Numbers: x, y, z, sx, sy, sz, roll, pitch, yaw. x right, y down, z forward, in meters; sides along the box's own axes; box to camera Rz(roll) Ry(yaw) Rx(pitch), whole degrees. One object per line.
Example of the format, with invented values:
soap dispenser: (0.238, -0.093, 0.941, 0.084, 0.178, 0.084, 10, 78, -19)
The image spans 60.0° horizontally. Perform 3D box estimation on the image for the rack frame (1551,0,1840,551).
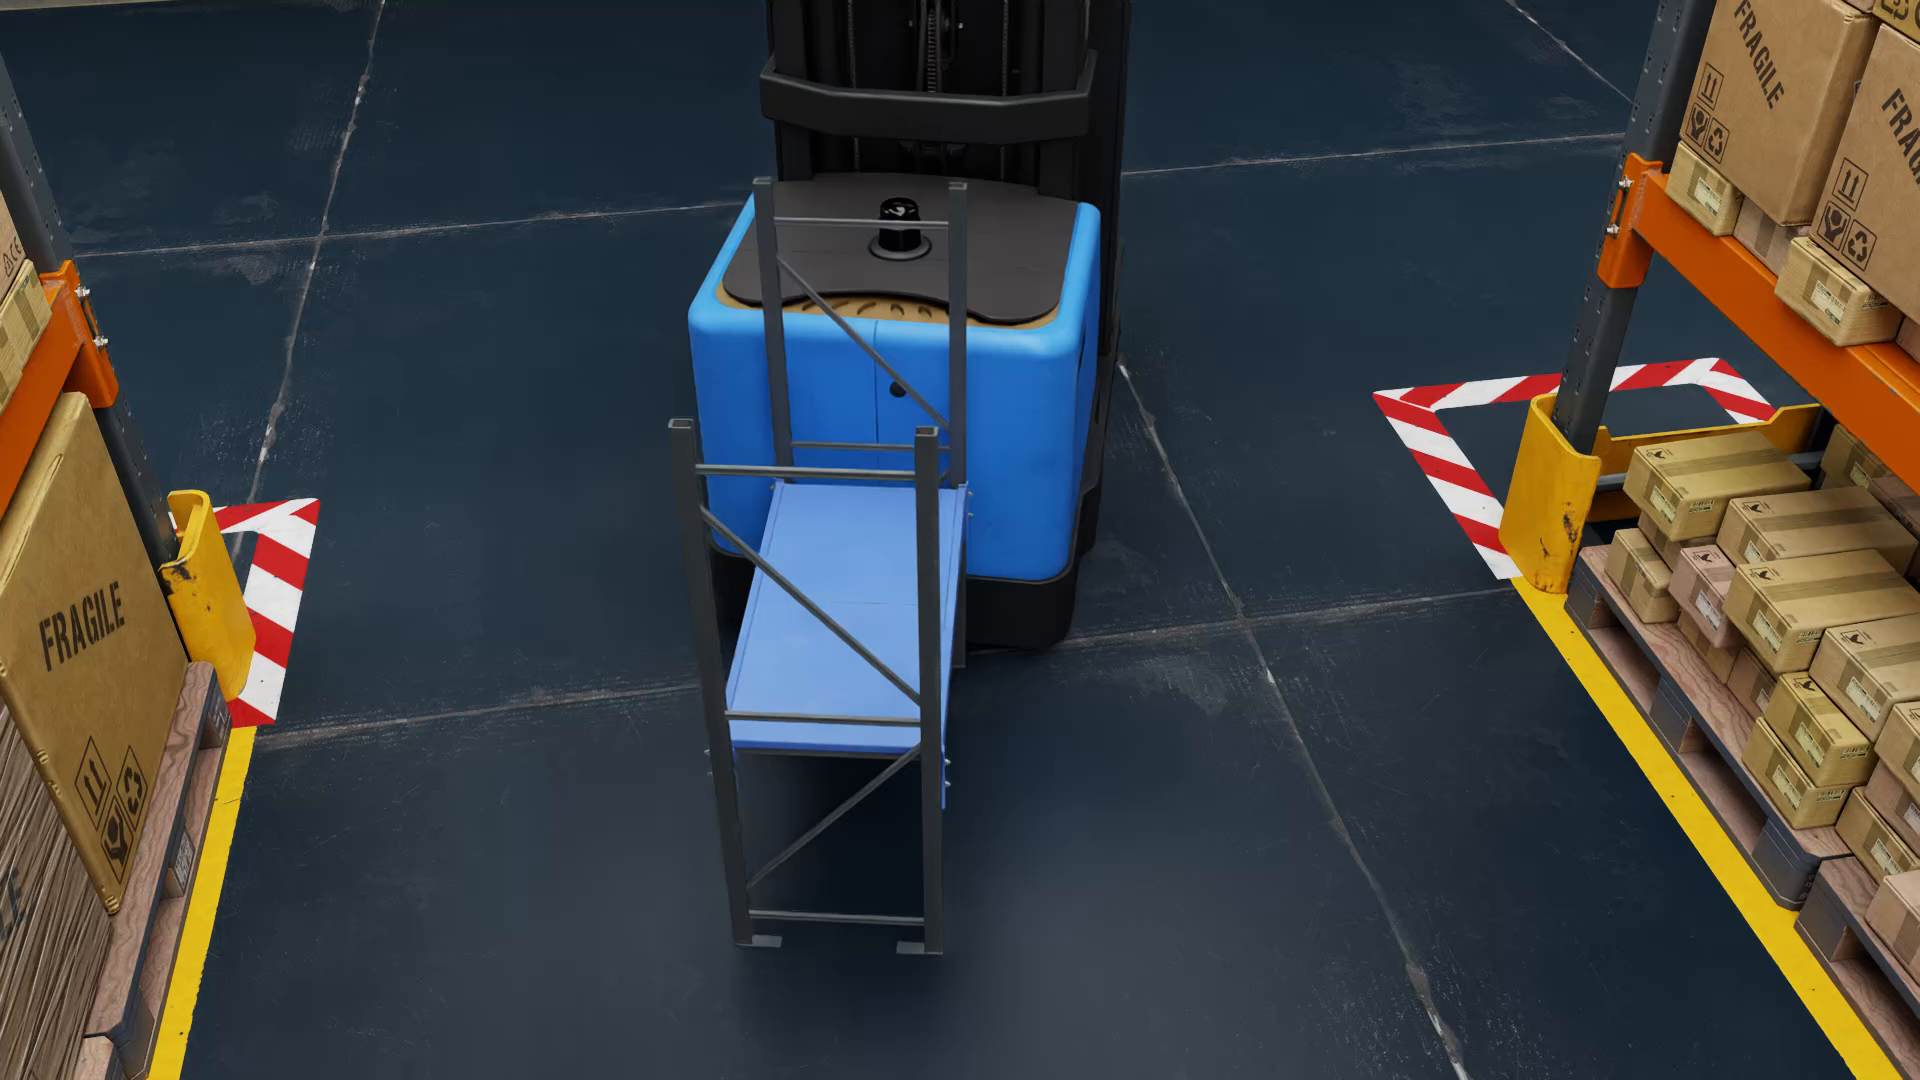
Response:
rack frame: (2.283, -1.226, 4.384, 1.000, 3.000, 0.127, -6, 38, -8)

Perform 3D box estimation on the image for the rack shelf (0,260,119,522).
rack shelf: (-2.267, 0.738, 2.441, 1.077, 0.370, 4.000, -6, 38, -8)

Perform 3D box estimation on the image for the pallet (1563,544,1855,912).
pallet: (2.404, 0.415, 4.544, 1.003, 0.211, 1.213, -6, 38, -8)

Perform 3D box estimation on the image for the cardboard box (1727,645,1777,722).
cardboard box: (2.237, 0.383, 4.294, 0.380, 0.149, 0.250, -6, 38, -7)

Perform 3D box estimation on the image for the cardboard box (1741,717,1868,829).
cardboard box: (2.173, 0.549, 4.080, 0.380, 0.149, 0.250, -6, 38, -7)

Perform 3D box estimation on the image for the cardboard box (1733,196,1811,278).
cardboard box: (2.103, -0.747, 3.971, 0.380, 0.149, 0.250, -5, 38, -6)

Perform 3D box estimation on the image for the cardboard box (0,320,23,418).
cardboard box: (-2.184, -0.318, 3.420, 0.380, 0.149, 0.250, -6, 38, -7)

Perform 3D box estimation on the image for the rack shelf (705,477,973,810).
rack shelf: (-0.262, 0.214, 4.045, 0.538, 0.185, 1.000, 2, 38, 3)

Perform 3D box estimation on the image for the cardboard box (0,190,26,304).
cardboard box: (-2.272, -0.548, 3.390, 0.500, 0.250, 0.500, -7, 38, -9)

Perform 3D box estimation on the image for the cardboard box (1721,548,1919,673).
cardboard box: (2.125, 0.171, 4.081, 0.380, 0.149, 0.250, -6, 38, -8)

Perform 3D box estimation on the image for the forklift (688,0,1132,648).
forklift: (0.000, -1.748, 5.111, 1.130, 2.935, 3.031, 5, 38, 7)

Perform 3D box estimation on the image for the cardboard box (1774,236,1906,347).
cardboard box: (2.097, -0.579, 3.755, 0.380, 0.149, 0.250, -7, 38, -9)

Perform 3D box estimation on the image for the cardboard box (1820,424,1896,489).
cardboard box: (2.625, -0.209, 4.570, 0.380, 0.149, 0.250, -6, 38, -7)

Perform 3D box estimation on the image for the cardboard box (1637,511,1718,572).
cardboard box: (2.122, -0.040, 4.595, 0.380, 0.149, 0.250, -5, 38, -6)

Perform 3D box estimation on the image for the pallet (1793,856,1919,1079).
pallet: (2.614, 1.150, 3.597, 1.003, 0.211, 1.213, -6, 38, -8)

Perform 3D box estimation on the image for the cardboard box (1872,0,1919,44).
cardboard box: (2.195, -1.174, 3.178, 0.500, 0.500, 0.500, -5, 38, -7)

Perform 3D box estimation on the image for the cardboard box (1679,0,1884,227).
cardboard box: (2.090, -1.083, 3.875, 0.500, 0.500, 0.500, -5, 38, -6)

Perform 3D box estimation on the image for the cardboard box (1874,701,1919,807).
cardboard box: (2.290, 0.481, 3.683, 0.380, 0.149, 0.250, -5, 38, -6)

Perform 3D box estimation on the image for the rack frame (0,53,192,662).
rack frame: (-2.618, -0.754, 3.776, 1.000, 3.000, 0.127, -6, 38, -8)

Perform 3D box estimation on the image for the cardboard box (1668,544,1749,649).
cardboard box: (2.115, 0.132, 4.375, 0.380, 0.149, 0.250, -6, 38, -8)

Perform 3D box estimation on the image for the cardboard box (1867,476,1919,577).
cardboard box: (2.613, -0.051, 4.367, 0.380, 0.149, 0.250, -6, 38, -7)

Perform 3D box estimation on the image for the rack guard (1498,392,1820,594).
rack guard: (2.296, -0.193, 5.092, 1.175, 0.500, 0.348, -6, 38, -8)

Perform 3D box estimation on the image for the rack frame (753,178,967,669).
rack frame: (-0.233, -0.239, 4.336, 0.500, 1.500, 0.032, 2, 38, 3)

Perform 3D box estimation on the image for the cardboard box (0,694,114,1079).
cardboard box: (-2.267, 0.847, 3.105, 0.875, 0.875, 0.875, -6, 38, -8)

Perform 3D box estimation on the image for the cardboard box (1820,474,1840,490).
cardboard box: (2.657, -0.096, 4.667, 0.380, 0.149, 0.250, -7, 38, -9)

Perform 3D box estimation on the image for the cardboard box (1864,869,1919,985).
cardboard box: (2.270, 0.853, 3.689, 0.380, 0.149, 0.250, -8, 39, -10)

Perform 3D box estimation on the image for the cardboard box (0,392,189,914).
cardboard box: (-2.427, 0.297, 3.812, 0.875, 0.875, 0.875, -6, 38, -8)

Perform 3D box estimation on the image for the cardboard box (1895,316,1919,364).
cardboard box: (2.277, -0.437, 3.572, 0.380, 0.149, 0.250, -5, 38, -6)

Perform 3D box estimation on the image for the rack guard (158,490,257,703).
rack guard: (-2.622, 0.219, 4.561, 1.175, 0.500, 0.348, -6, 38, -8)

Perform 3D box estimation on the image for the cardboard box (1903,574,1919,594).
cardboard box: (2.649, 0.068, 4.457, 0.380, 0.149, 0.250, -7, 38, -9)

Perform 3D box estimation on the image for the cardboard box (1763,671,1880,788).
cardboard box: (2.183, 0.437, 3.982, 0.380, 0.149, 0.250, -5, 38, -7)

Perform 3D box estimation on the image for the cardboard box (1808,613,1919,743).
cardboard box: (2.250, 0.312, 3.900, 0.380, 0.149, 0.250, -8, 39, -10)

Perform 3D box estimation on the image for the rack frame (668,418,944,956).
rack frame: (-0.290, 0.383, 3.534, 0.500, 1.500, 0.032, 2, 38, 3)

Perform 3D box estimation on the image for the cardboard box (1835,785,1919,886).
cardboard box: (2.312, 0.693, 3.895, 0.380, 0.149, 0.250, -6, 38, -8)

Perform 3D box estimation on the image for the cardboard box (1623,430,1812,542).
cardboard box: (2.040, -0.148, 4.493, 0.380, 0.149, 0.250, -8, 39, -10)

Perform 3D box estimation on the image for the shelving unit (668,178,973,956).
shelving unit: (-0.262, 0.072, 3.935, 0.538, 1.500, 1.048, 2, 38, 3)

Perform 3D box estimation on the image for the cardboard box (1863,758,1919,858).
cardboard box: (2.323, 0.587, 3.789, 0.380, 0.149, 0.250, -8, 39, -10)

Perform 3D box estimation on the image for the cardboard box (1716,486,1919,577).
cardboard box: (2.207, 0.005, 4.295, 0.380, 0.149, 0.250, -6, 38, -7)

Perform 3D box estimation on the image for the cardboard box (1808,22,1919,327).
cardboard box: (2.209, -0.762, 3.462, 0.500, 0.500, 0.500, -6, 38, -8)

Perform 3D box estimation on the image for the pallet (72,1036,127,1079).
pallet: (-2.190, 1.557, 3.074, 1.003, 0.211, 1.213, -6, 38, -8)

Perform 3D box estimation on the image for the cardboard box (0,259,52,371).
cardboard box: (-2.231, -0.475, 3.621, 0.380, 0.149, 0.250, -6, 38, -7)

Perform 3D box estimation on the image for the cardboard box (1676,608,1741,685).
cardboard box: (2.186, 0.234, 4.486, 0.380, 0.149, 0.250, -6, 38, -8)

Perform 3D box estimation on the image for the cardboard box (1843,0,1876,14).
cardboard box: (2.100, -1.479, 3.569, 0.500, 0.500, 0.500, -6, 38, -8)

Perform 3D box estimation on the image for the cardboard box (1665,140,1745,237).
cardboard box: (2.017, -0.896, 4.164, 0.380, 0.149, 0.250, -7, 38, -8)

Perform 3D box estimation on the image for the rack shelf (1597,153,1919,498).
rack shelf: (2.634, 0.266, 3.050, 1.077, 0.370, 4.000, -6, 38, -8)

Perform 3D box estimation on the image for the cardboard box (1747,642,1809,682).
cardboard box: (2.245, 0.270, 4.197, 0.380, 0.149, 0.250, -6, 38, -7)

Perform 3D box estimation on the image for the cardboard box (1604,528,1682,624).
cardboard box: (2.060, 0.084, 4.678, 0.380, 0.149, 0.250, -5, 38, -7)

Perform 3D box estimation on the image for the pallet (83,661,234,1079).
pallet: (-2.401, 0.822, 4.020, 1.003, 0.211, 1.213, -6, 38, -8)
